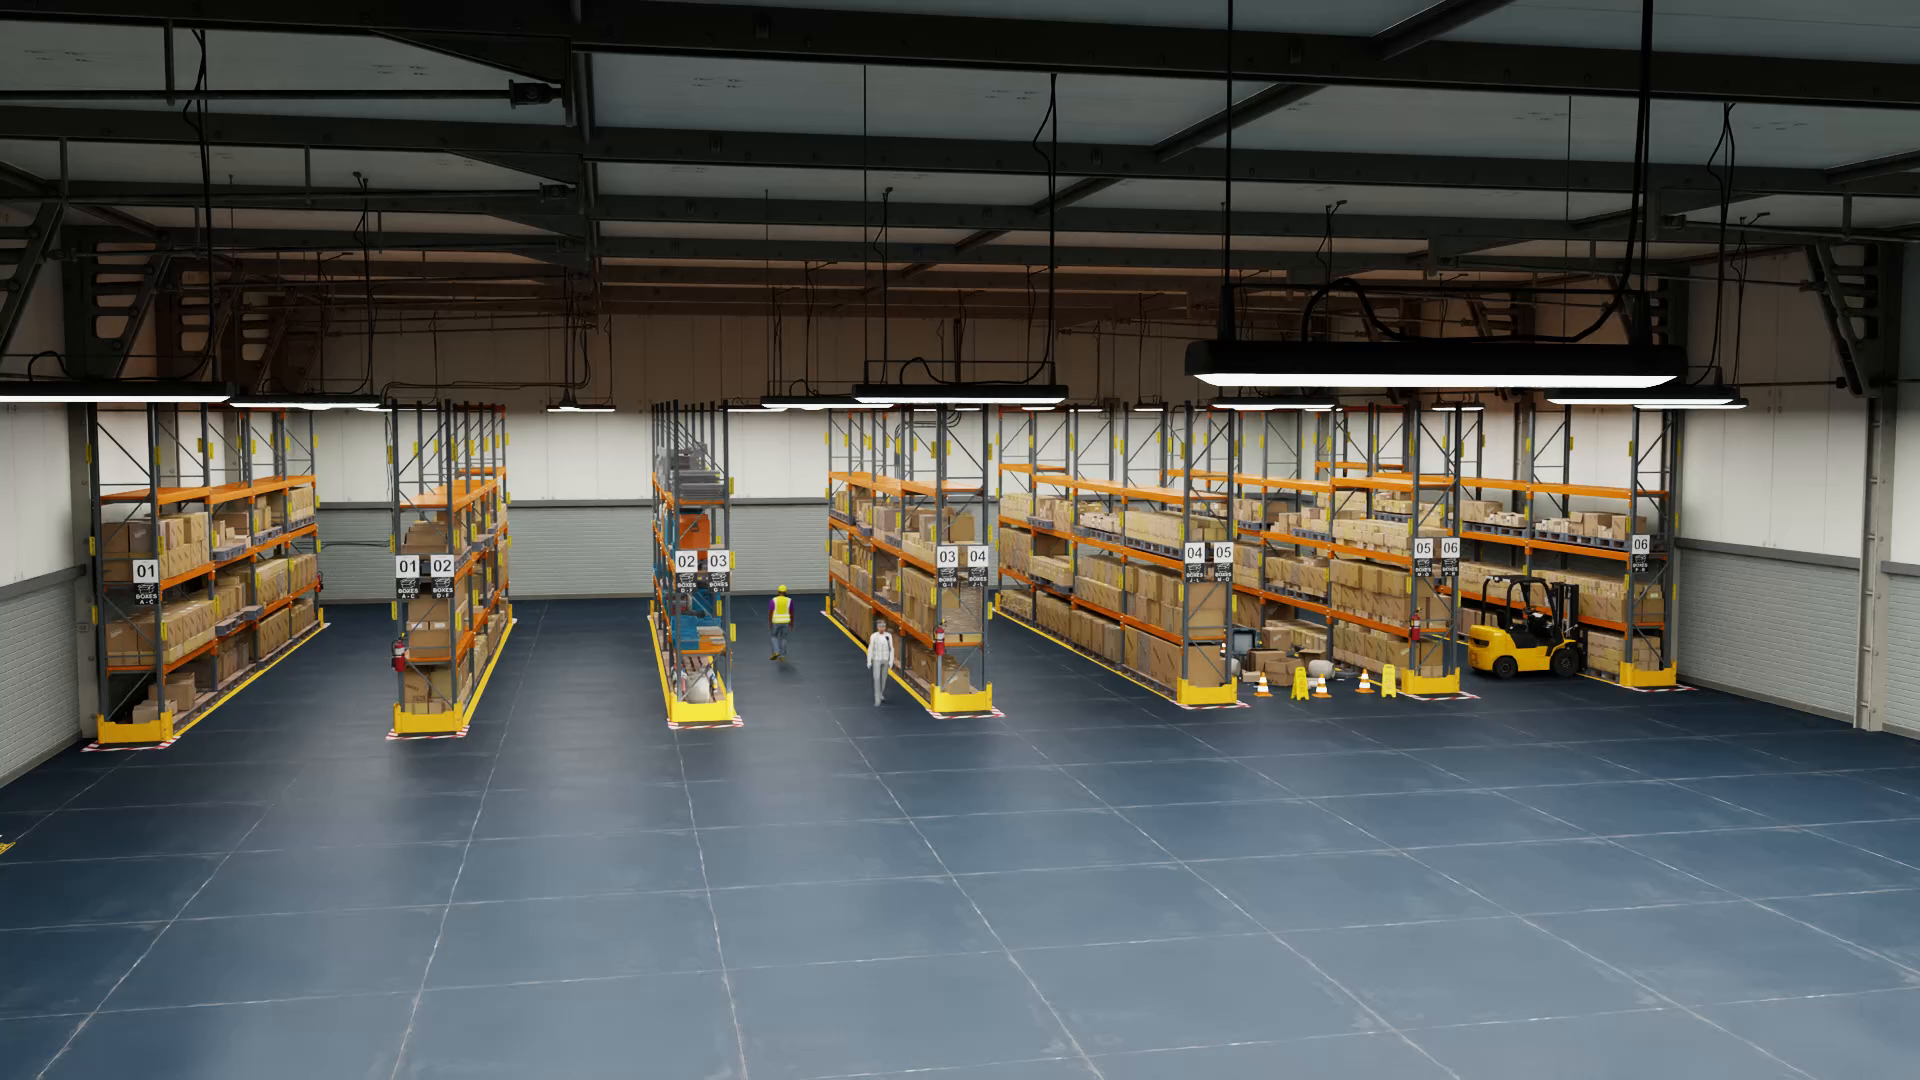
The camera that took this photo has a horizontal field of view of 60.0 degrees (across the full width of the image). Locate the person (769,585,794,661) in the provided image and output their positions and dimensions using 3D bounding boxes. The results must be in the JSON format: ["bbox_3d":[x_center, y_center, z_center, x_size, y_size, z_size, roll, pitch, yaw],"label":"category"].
[{"bbox_3d":[-4.141,1.921,38.649,0.582,1.770,0.439,-1,4,-9],"label":"person"}]

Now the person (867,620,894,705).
[{"bbox_3d":[-1.554,2.396,33.005,0.513,1.637,0.880,-1,5,-19],"label":"person"}]
